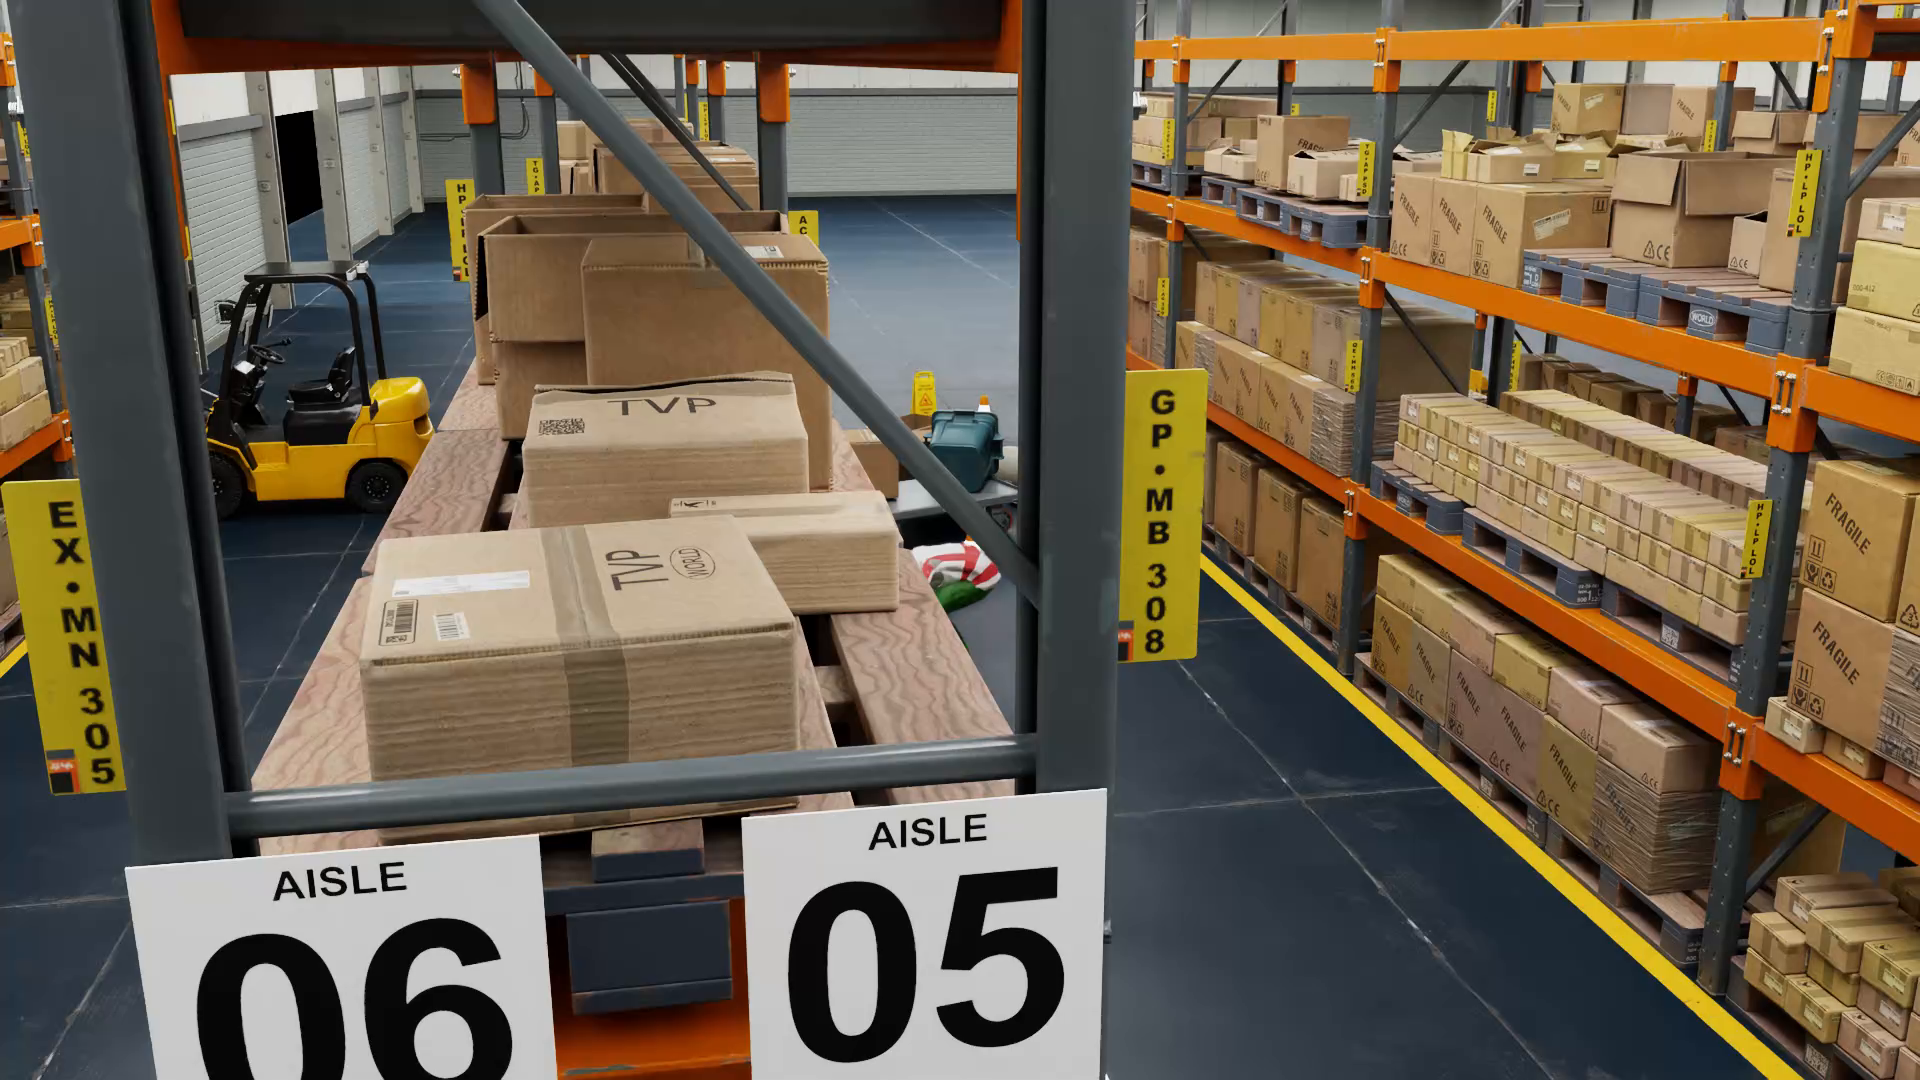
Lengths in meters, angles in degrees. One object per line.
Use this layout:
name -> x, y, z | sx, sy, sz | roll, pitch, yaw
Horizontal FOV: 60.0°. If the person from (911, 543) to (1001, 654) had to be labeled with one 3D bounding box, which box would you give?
person -> -0.210, 0.445, 11.293 | 0.966, 0.817, 0.516 | -4, 17, -12
